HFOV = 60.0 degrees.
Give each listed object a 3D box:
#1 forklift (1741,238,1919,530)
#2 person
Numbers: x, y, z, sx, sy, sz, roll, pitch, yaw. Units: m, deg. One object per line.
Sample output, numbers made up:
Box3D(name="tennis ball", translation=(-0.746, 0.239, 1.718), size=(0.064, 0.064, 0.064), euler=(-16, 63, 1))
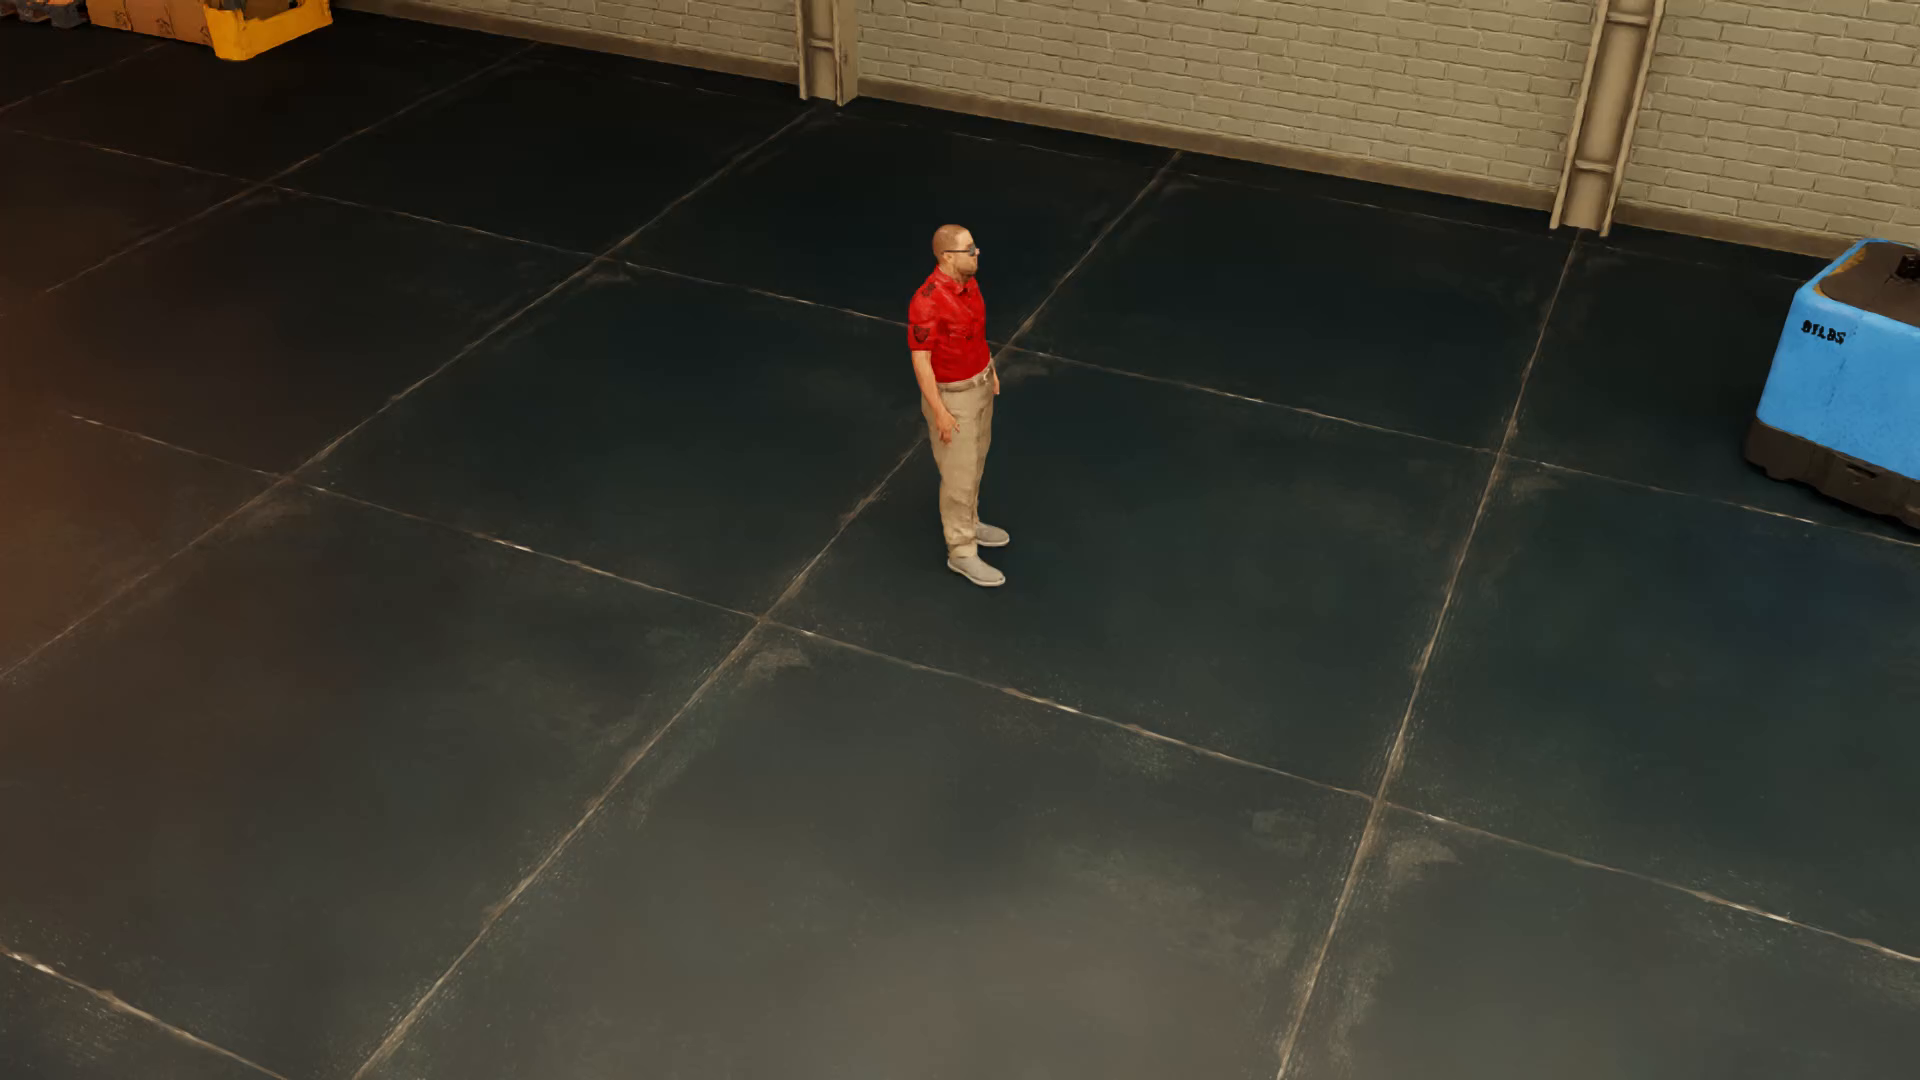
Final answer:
Box3D(name="forklift", translation=(5.702, -1.200, 7.769), size=(3.031, 2.935, 1.130), euler=(30, 45, 35))
Box3D(name="person", translation=(0.077, -0.682, 8.065), size=(0.550, 1.726, 0.640), euler=(15, 38, 20))
